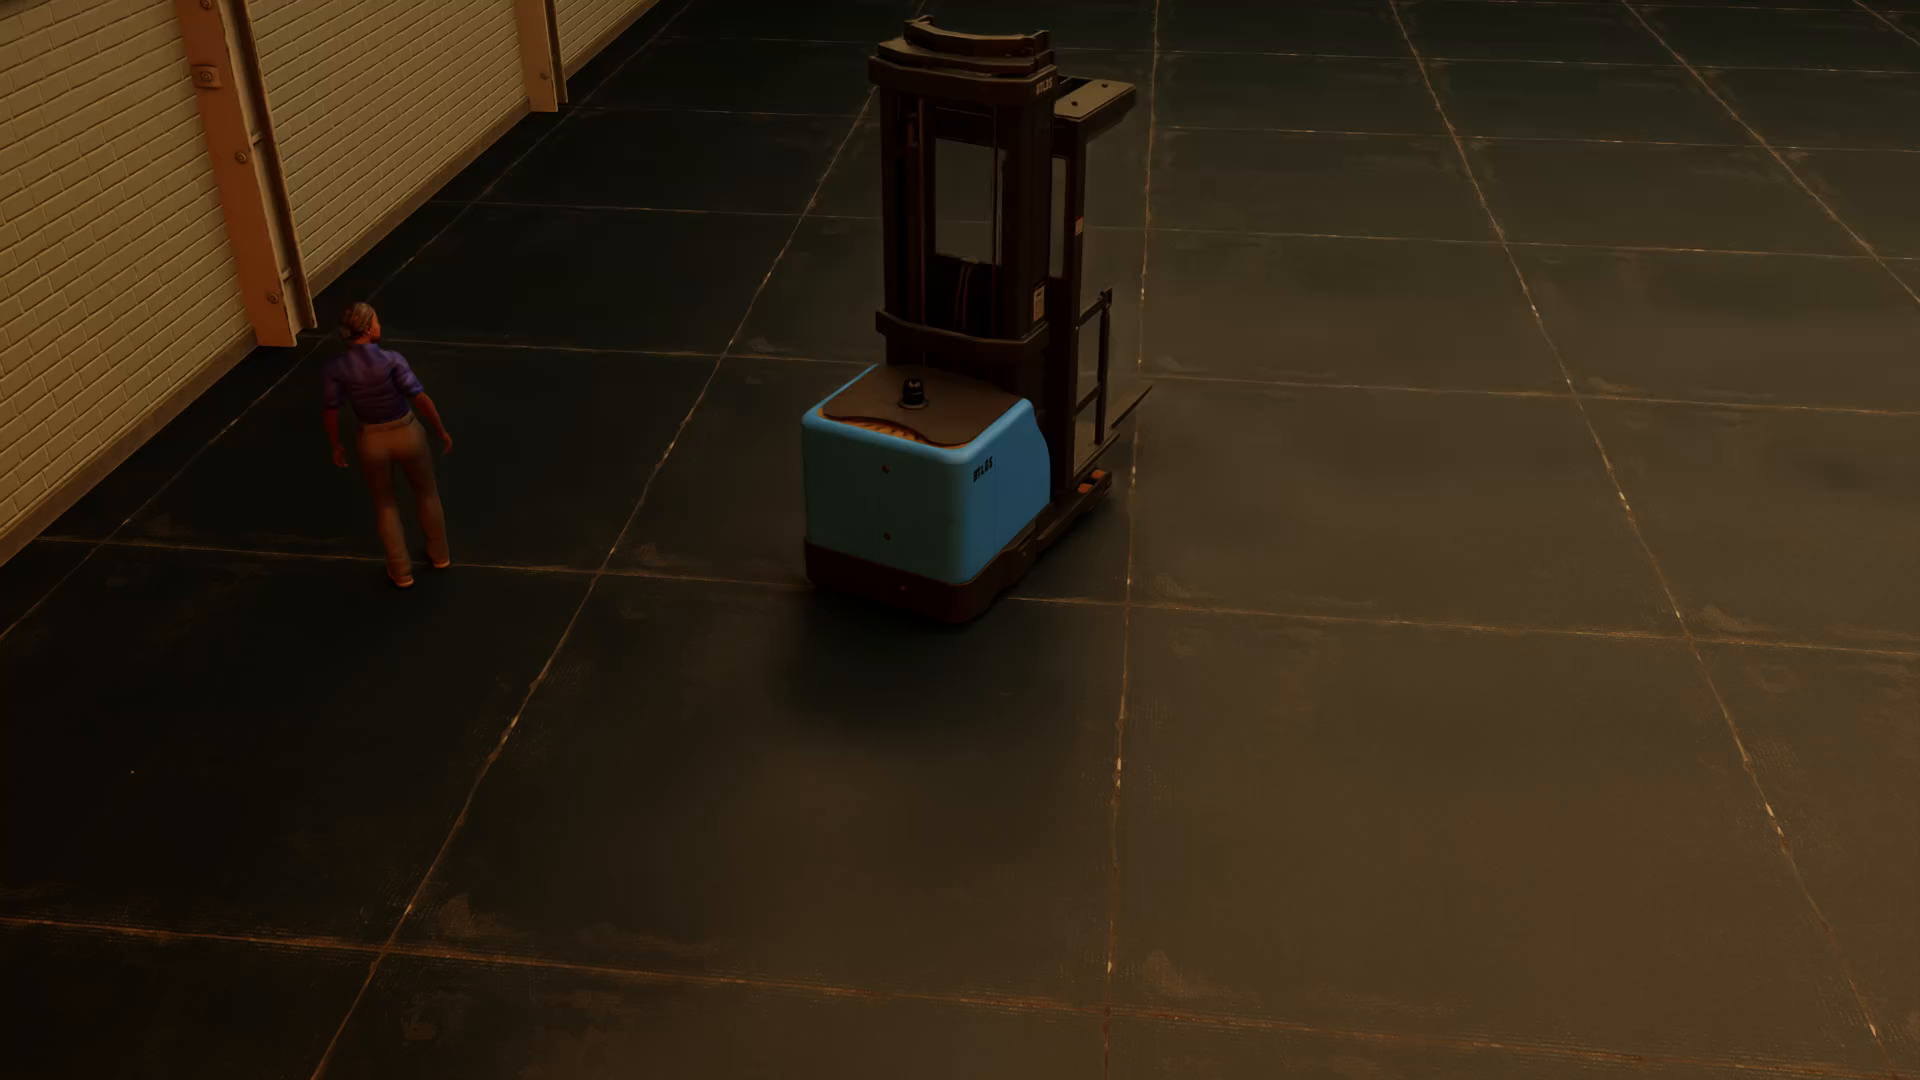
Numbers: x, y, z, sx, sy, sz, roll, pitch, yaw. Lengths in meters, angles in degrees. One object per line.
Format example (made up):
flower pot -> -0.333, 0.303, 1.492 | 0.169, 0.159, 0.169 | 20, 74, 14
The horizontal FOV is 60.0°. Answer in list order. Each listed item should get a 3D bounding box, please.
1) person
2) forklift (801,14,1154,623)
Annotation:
person -> -3.117, -0.547, 9.108 | 0.637, 1.650, 0.444 | -8, 32, -14
forklift -> 0.283, -1.539, 9.521 | 1.130, 2.935, 3.031 | 16, 34, 24
